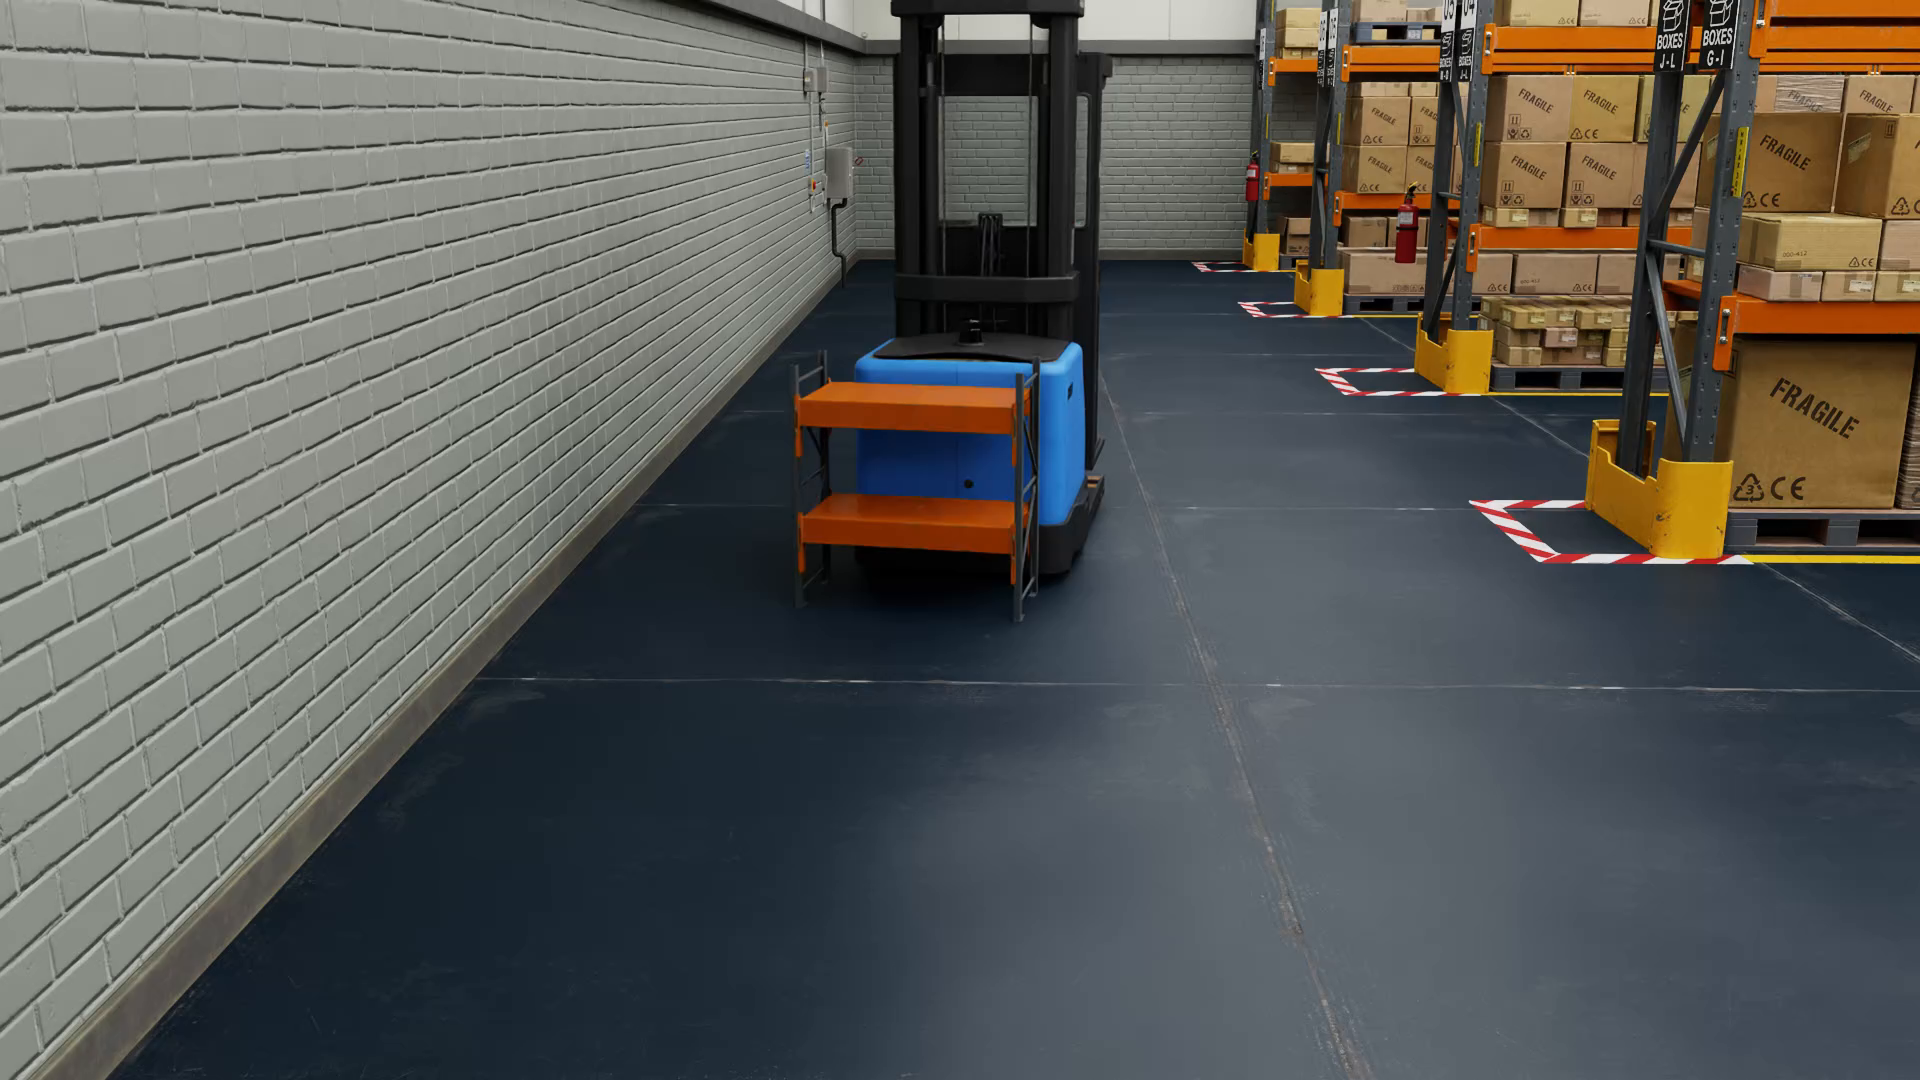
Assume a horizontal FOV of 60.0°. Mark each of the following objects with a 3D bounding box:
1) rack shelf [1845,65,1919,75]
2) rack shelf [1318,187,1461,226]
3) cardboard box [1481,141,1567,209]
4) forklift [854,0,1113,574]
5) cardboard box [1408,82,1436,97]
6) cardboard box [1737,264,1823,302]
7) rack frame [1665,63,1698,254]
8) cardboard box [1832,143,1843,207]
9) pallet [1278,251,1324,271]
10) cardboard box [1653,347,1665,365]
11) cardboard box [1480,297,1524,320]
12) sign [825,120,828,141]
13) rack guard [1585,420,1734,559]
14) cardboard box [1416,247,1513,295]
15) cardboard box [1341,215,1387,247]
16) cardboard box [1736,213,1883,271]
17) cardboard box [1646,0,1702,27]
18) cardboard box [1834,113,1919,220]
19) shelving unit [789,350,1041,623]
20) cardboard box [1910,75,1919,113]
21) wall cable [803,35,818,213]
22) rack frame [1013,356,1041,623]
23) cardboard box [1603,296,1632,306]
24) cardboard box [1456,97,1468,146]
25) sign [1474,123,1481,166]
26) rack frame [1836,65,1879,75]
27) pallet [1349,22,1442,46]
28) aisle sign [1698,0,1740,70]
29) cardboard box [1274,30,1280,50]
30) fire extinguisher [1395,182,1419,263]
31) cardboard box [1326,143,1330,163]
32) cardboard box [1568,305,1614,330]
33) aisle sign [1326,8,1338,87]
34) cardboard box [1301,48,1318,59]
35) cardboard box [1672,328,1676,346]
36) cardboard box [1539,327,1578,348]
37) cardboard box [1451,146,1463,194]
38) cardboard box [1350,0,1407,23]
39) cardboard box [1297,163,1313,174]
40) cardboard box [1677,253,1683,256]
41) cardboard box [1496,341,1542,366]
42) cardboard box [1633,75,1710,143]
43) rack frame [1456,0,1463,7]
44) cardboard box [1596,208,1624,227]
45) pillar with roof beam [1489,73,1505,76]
[{"bbox_3d":[14.143,-6.333,22.492,4.000,0.370,1.077,0,15,1],"label":"rack shelf"},{"bbox_3d":[6.022,-3.668,18.275,4.000,0.370,1.077,0,15,1],"label":"rack shelf"},{"bbox_3d":[4.439,-2.885,13.116,0.500,0.500,0.500,1,15,4],"label":"cardboard box"},{"bbox_3d":[0.235,-1.582,9.093,1.130,2.935,3.031,2,15,9],"label":"forklift"},{"bbox_3d":[4.891,-4.787,17.678,0.250,0.149,0.380,1,15,3],"label":"cardboard box"},{"bbox_3d":[4.116,-1.294,8.357,0.250,0.149,0.380,1,15,2],"label":"cardboard box"},{"bbox_3d":[8.021,-4.003,18.133,0.127,3.000,1.000,0,15,1],"label":"rack frame"},{"bbox_3d":[6.986,-2.867,13.048,0.500,0.500,0.500,0,15,0],"label":"cardboard box"},{"bbox_3d":[5.019,-3.941,23.365,1.213,0.211,1.003,0,15,1],"label":"pallet"},{"bbox_3d":[5.535,-1.518,13.479,0.250,0.149,0.380,0,15,2],"label":"cardboard box"},{"bbox_3d":[4.533,-1.940,13.911,0.250,0.149,0.380,1,15,2],"label":"cardboard box"},{"bbox_3d":[-1.624,-4.981,20.222,0.001,0.242,0.339,0,15,1],"label":"sign"},{"bbox_3d":[3.746,-0.294,8.973,0.348,0.500,1.175,0,15,1],"label":"rack guard"},{"bbox_3d":[5.600,-3.011,18.571,0.875,0.438,0.875,1,15,3],"label":"cardboard box"},{"bbox_3d":[5.608,-4.246,23.130,0.500,0.500,0.700,1,15,4],"label":"cardboard box"},{"bbox_3d":[4.243,-1.501,8.362,0.500,0.250,0.500,0,15,0],"label":"cardboard box"},{"bbox_3d":[5.481,-4.071,12.806,0.500,0.250,0.500,0,15,0],"label":"cardboard box"},{"bbox_3d":[4.742,-1.861,8.253,0.500,0.500,0.500,0,15,0],"label":"cardboard box"},{"bbox_3d":[-0.194,-0.261,7.623,1.048,1.125,0.538,3,15,11],"label":"shelving unit"},{"bbox_3d":[7.519,-3.350,12.918,0.500,0.500,0.500,0,15,-1],"label":"cardboard box"},{"bbox_3d":[-1.615,-4.566,18.215,0.123,1.953,0.585,0,15,1],"label":"wall cable"},{"bbox_3d":[0.304,-0.235,7.524,0.032,1.125,0.500,3,15,11],"label":"rack frame"},{"bbox_3d":[5.572,-1.949,13.945,0.250,0.149,0.380,1,15,4],"label":"cardboard box"},{"bbox_3d":[5.527,-4.482,17.793,0.500,0.500,0.500,0,15,1],"label":"cardboard box"},{"bbox_3d":[3.984,-3.046,12.810,0.005,0.325,0.100,0,15,1],"label":"sign"},{"bbox_3d":[12.143,-5.243,22.833,0.127,3.000,1.000,0,15,1],"label":"rack frame"},{"bbox_3d":[4.765,-5.435,17.853,1.213,0.211,1.003,0,15,1],"label":"pallet"},{"bbox_3d":[3.690,-2.683,8.033,0.004,0.787,0.394,0,15,1],"label":"aisle sign"},{"bbox_3d":[4.597,-6.883,22.881,0.500,0.250,0.500,0,15,0],"label":"cardboard box"},{"bbox_3d":[3.757,-2.668,13.955,0.183,0.674,0.296,0,15,1],"label":"fire extinguisher"},{"bbox_3d":[5.096,-5.292,22.727,0.500,0.250,0.500,1,15,2],"label":"cardboard box"},{"bbox_3d":[5.040,-1.783,13.317,0.250,0.149,0.380,0,15,1],"label":"cardboard box"},{"bbox_3d":[3.943,-5.213,17.622,0.004,0.787,0.394,0,15,1],"label":"aisle sign"},{"bbox_3d":[4.721,-6.568,22.466,0.250,0.149,0.380,1,15,2],"label":"cardboard box"},{"bbox_3d":[5.827,-1.673,13.482,0.250,0.149,0.380,1,15,4],"label":"cardboard box"},{"bbox_3d":[4.787,-1.650,13.395,0.250,0.149,0.380,0,15,1],"label":"cardboard box"},{"bbox_3d":[5.510,-3.997,17.914,0.500,0.500,0.500,0,15,1],"label":"cardboard box"},{"bbox_3d":[4.475,-5.679,17.878,0.500,0.250,0.500,-1,15,-4],"label":"cardboard box"},{"bbox_3d":[4.723,-5.112,22.827,0.250,0.149,0.380,1,15,3],"label":"cardboard box"},{"bbox_3d":[9.654,-4.198,22.947,0.500,0.500,0.500,0,15,0],"label":"cardboard box"},{"bbox_3d":[4.513,-1.506,13.433,0.250,0.149,0.380,1,15,3],"label":"cardboard box"},{"bbox_3d":[5.463,-3.361,12.958,0.500,0.500,0.500,0,15,0],"label":"cardboard box"},{"bbox_3d":[3.997,-5.667,12.680,0.127,3.000,1.000,0,15,1],"label":"rack frame"},{"bbox_3d":[5.099,-2.586,13.254,0.250,0.149,0.380,1,15,4],"label":"cardboard box"},{"bbox_3d":[7.362,-7.306,18.893,0.400,9.000,9.100,0,15,1],"label":"pillar with roof beam"}]
